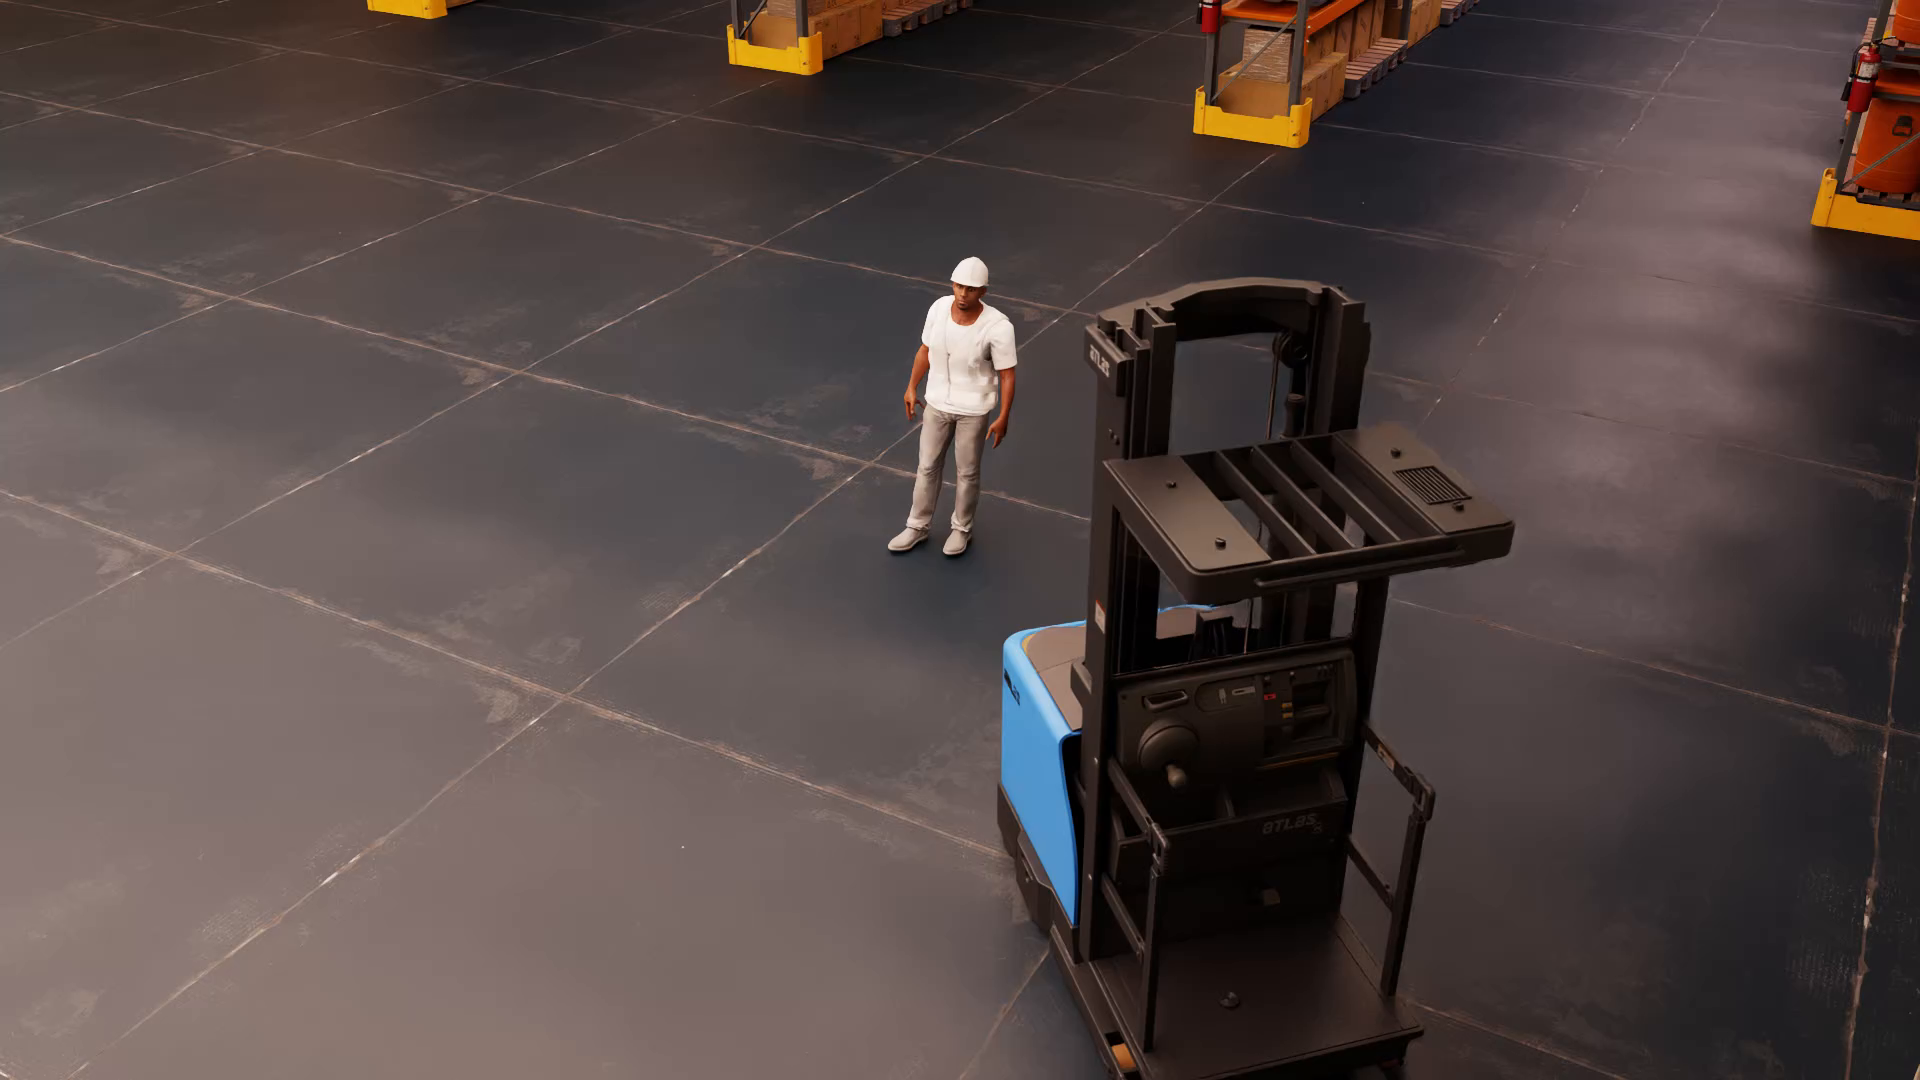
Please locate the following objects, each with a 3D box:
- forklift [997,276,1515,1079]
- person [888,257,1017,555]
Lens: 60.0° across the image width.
[{"bbox_3d":[1.074,0.698,5.862,1.130,2.935,3.031,-8,31,-14],"label":"forklift"},{"bbox_3d":[-0.039,-0.742,9.508,0.665,1.766,0.576,15,33,25],"label":"person"}]
